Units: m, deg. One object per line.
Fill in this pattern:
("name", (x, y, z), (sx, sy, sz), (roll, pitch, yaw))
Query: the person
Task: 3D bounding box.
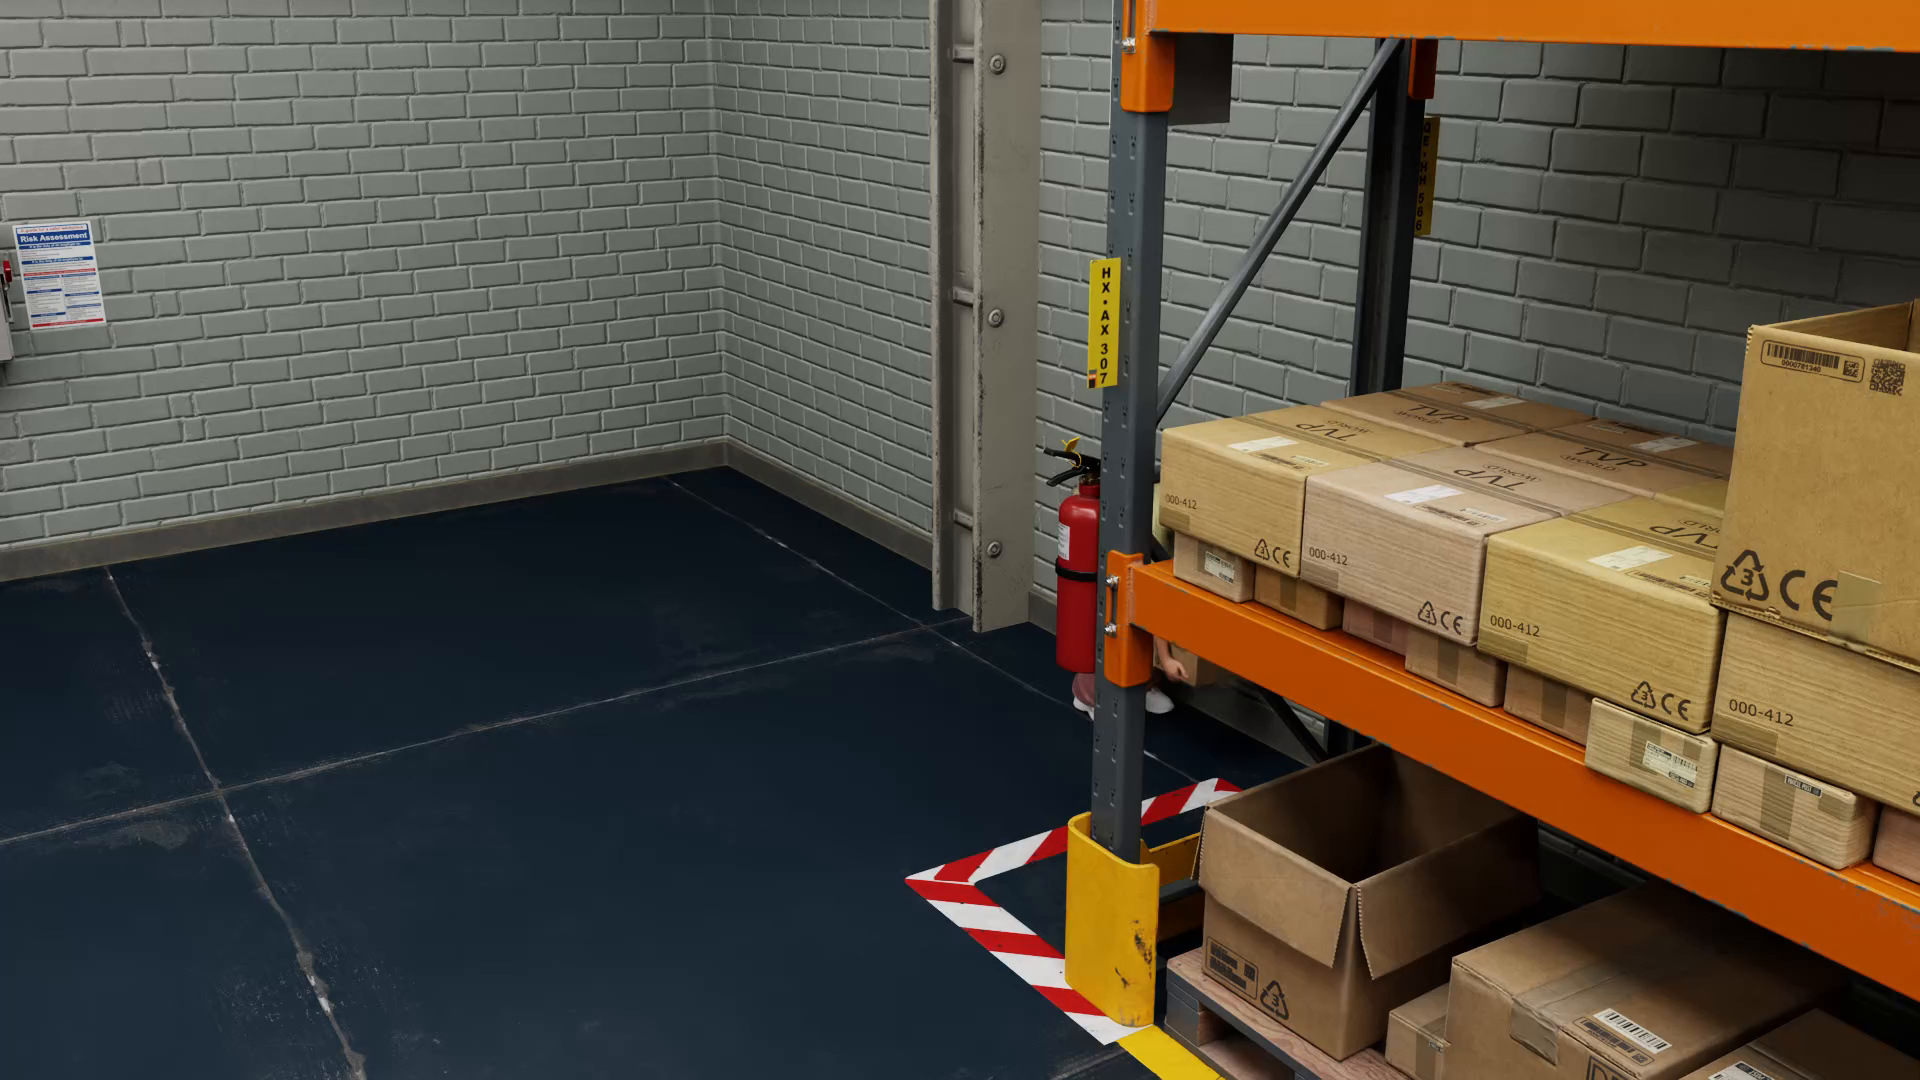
("person", (0.755, 0.213, 6.355), (0.458, 1.086, 0.863), (-13, 22, -34))
